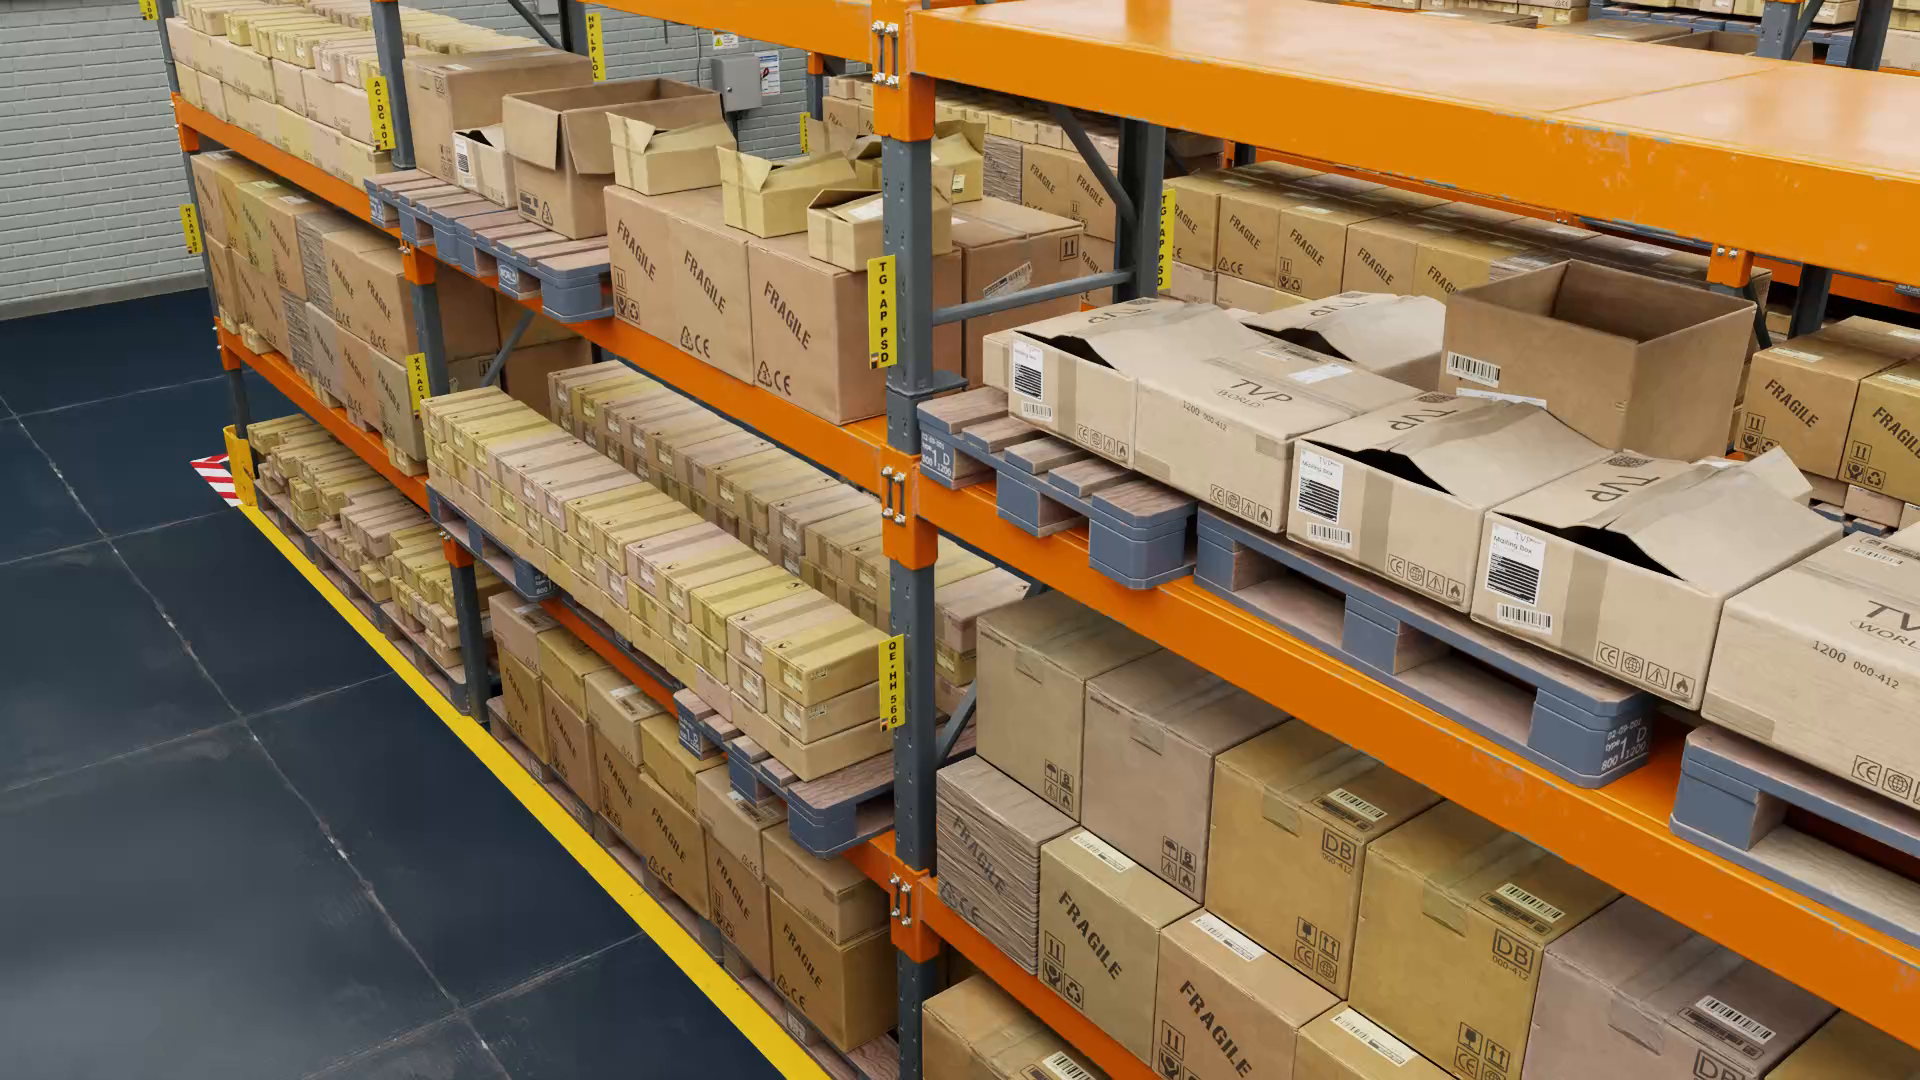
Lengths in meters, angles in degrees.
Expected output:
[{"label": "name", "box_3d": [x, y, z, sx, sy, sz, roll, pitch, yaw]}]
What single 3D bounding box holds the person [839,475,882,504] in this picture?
[{"label": "person", "box_3d": [-0.459, -0.179, 10.395, 0.502, 1.002, 0.994, -20, 31, -36]}]
